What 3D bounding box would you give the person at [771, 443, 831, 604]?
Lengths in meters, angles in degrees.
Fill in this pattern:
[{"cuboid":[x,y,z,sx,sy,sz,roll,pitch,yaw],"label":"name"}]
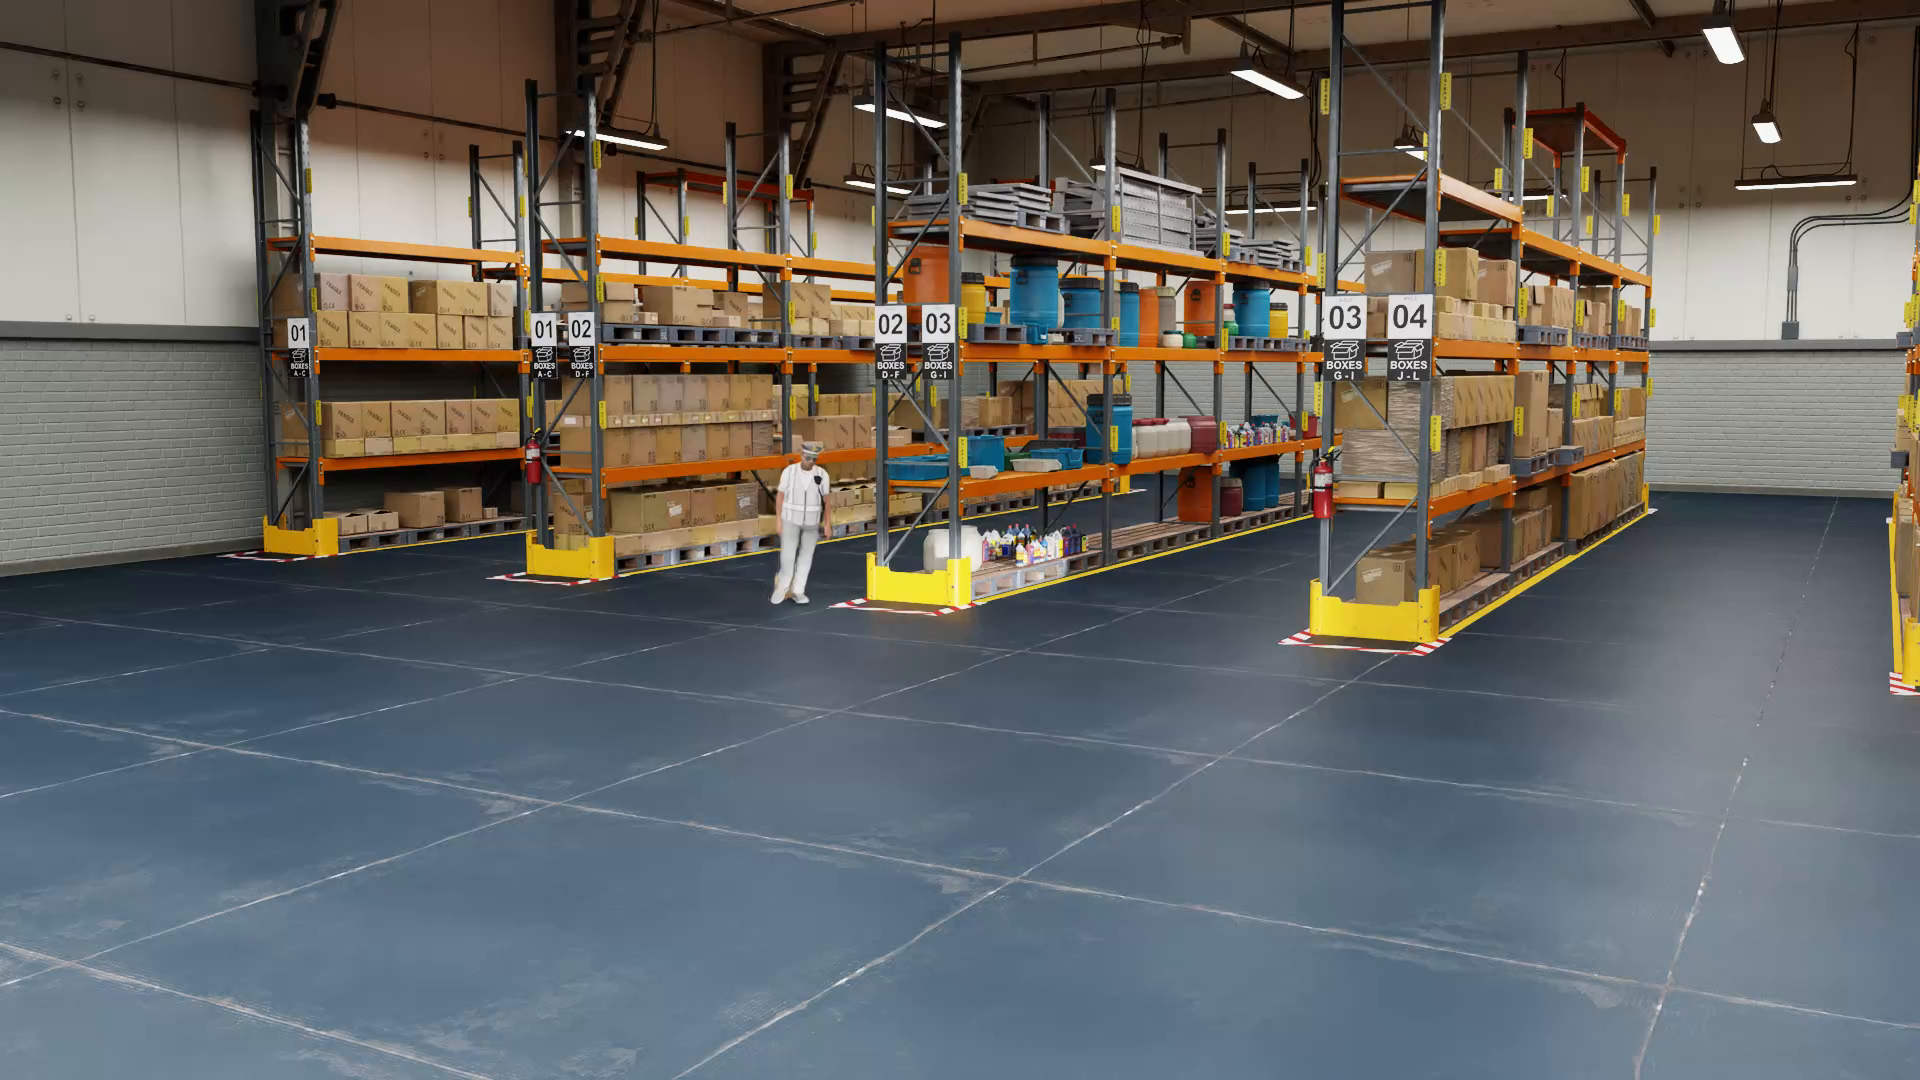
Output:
[{"cuboid":[-1.708,-0.179,17.763,0.641,1.724,0.492,-2,6,-19],"label":"person"}]
